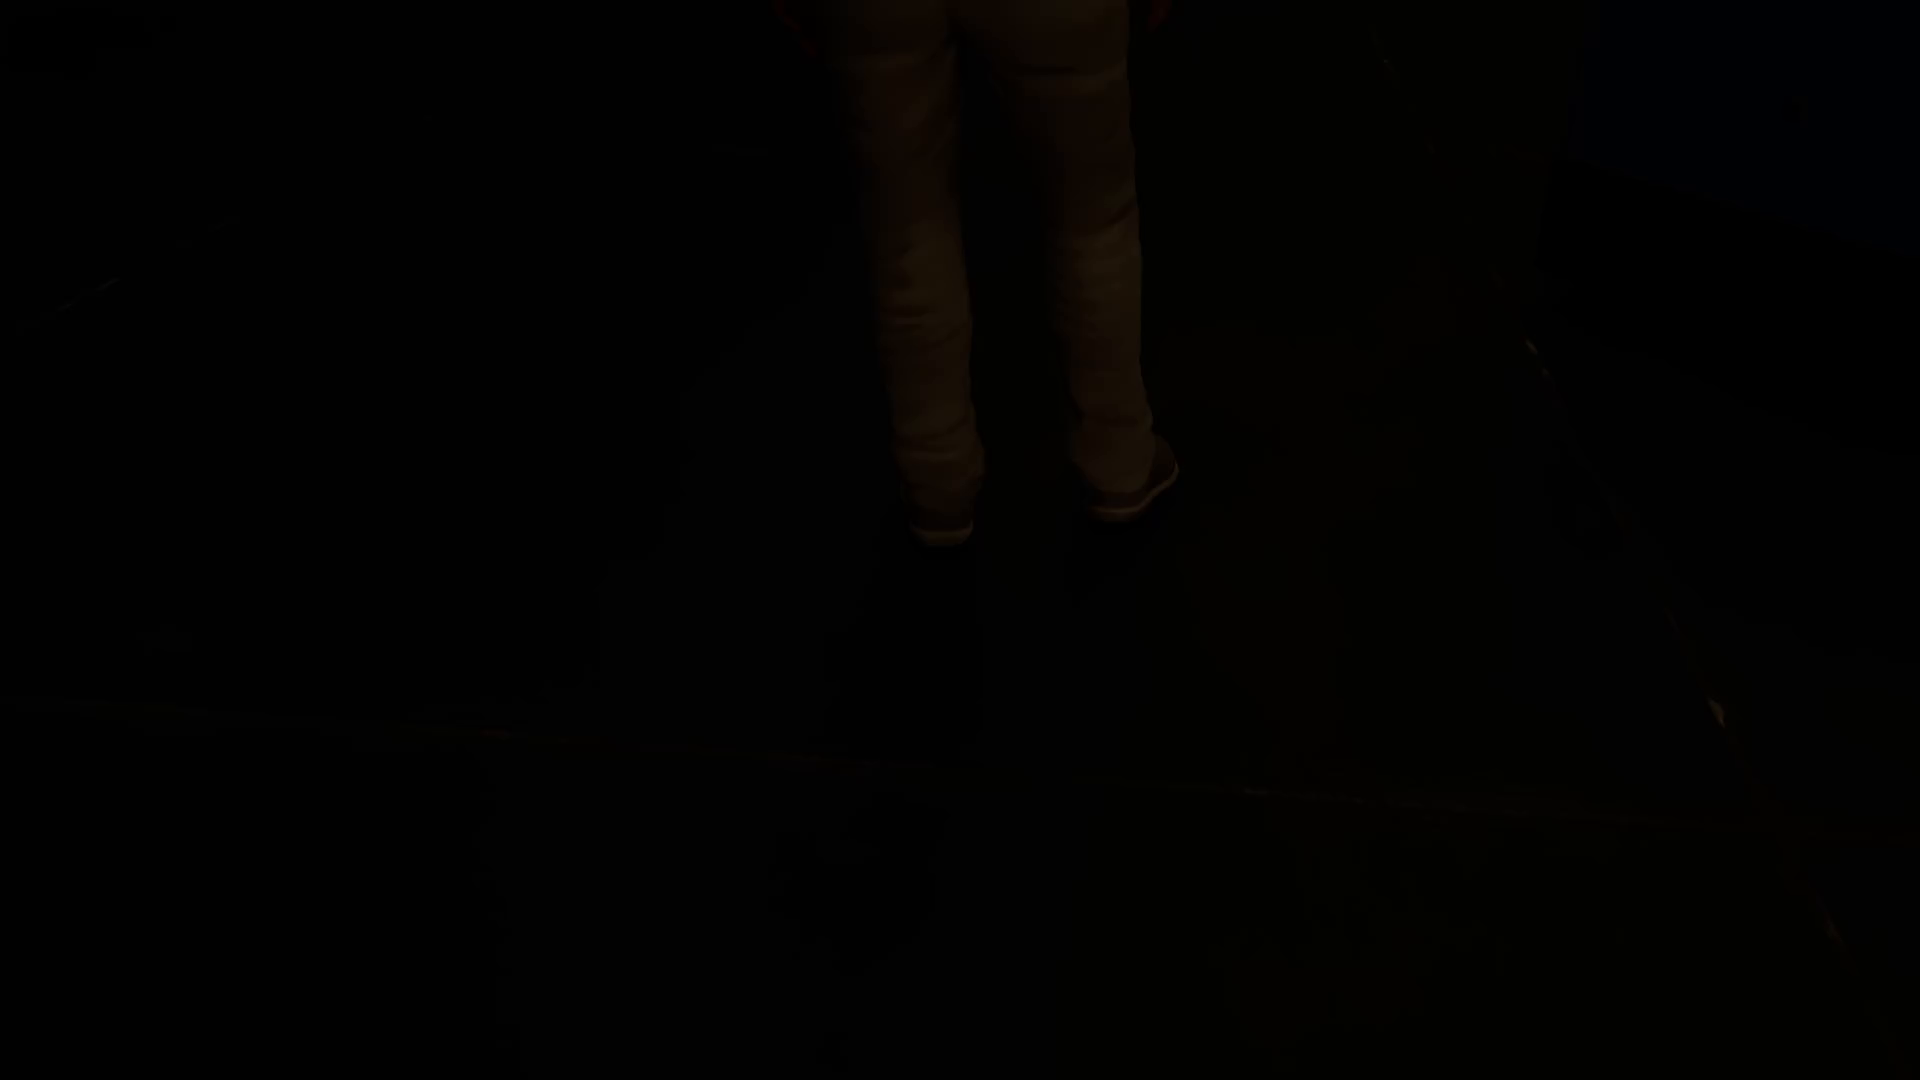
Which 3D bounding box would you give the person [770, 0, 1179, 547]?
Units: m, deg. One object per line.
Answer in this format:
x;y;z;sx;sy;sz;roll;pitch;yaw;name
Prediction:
0.033;-0.692;2.236;0.598;1.462;0.529;3;27;7;person

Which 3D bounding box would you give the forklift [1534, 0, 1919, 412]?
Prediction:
2.758;-1.932;3.089;3.031;2.935;1.130;-13;29;-24;forklift
